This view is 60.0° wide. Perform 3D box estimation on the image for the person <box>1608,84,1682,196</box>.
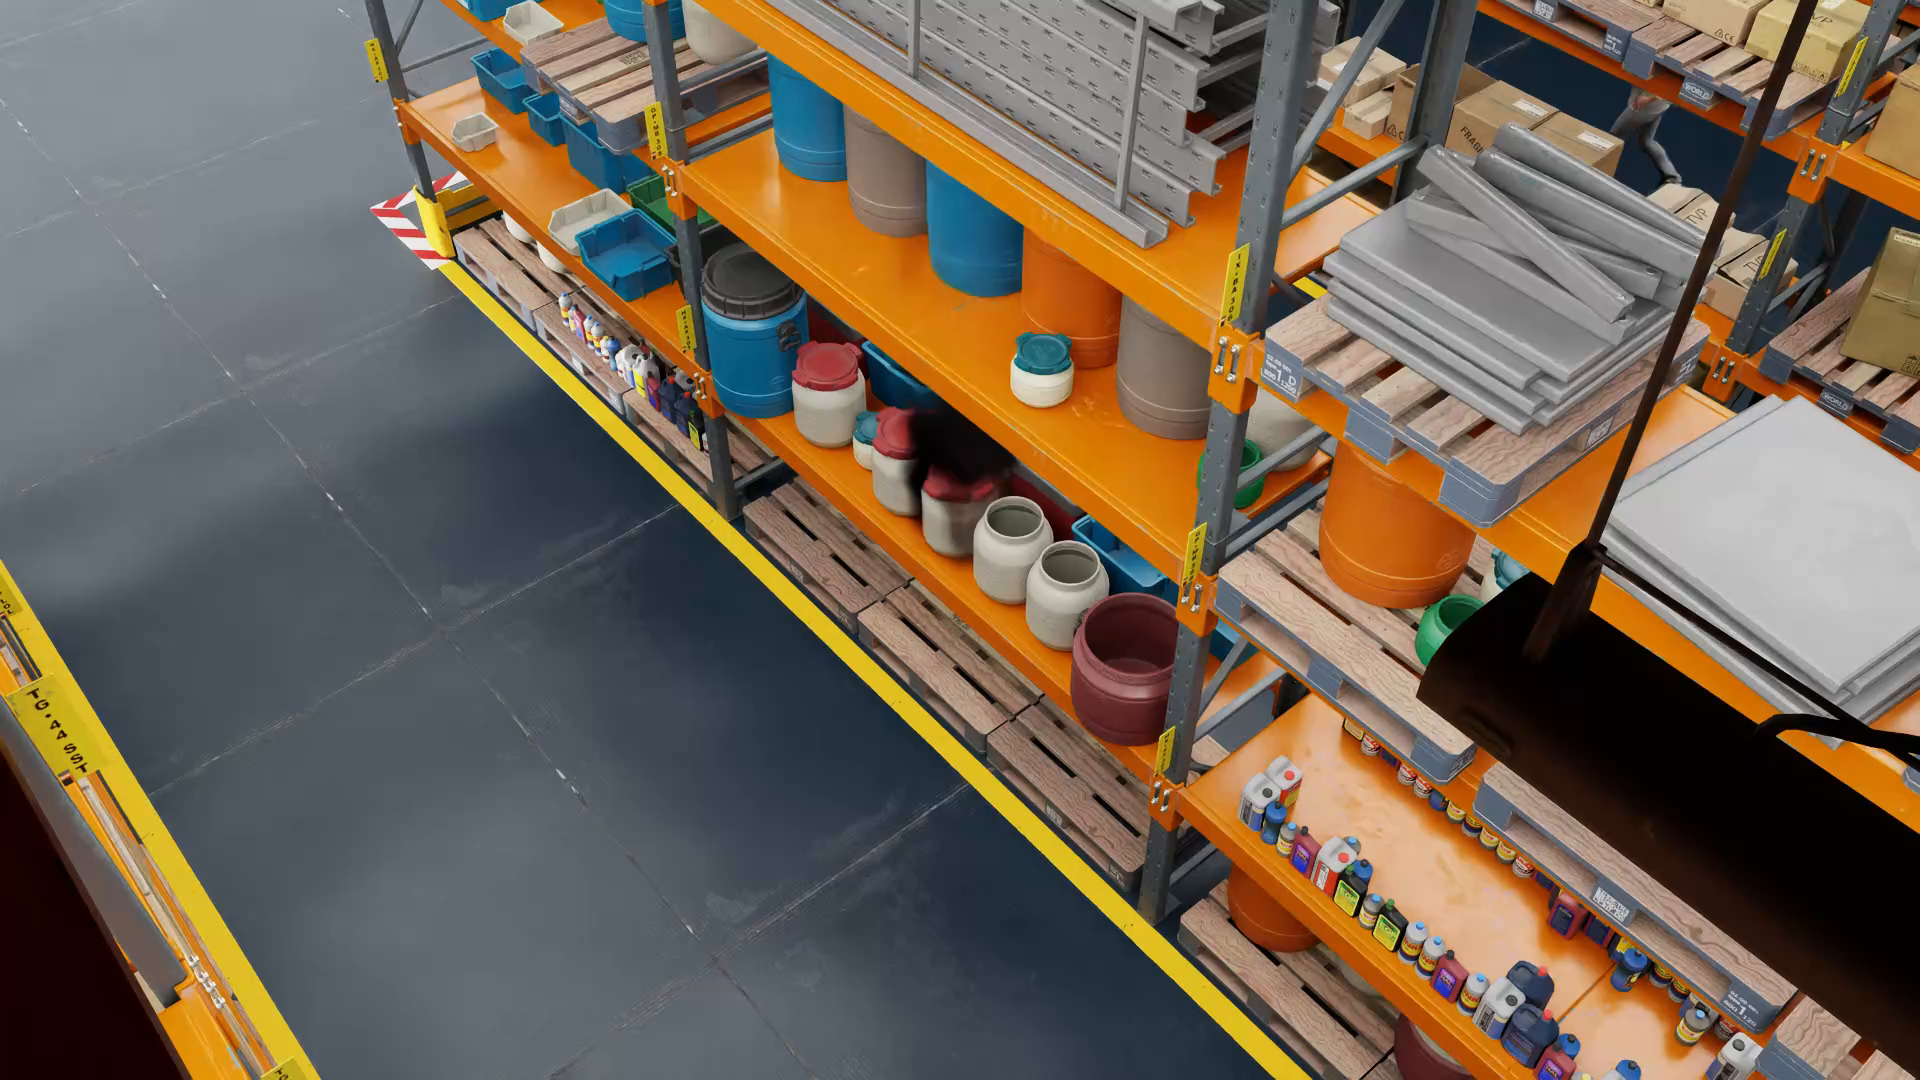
[{"bbox_3d":[5.437,-3.399,13.093,0.875,1.610,0.536,34,55,28],"label":"person"}]
